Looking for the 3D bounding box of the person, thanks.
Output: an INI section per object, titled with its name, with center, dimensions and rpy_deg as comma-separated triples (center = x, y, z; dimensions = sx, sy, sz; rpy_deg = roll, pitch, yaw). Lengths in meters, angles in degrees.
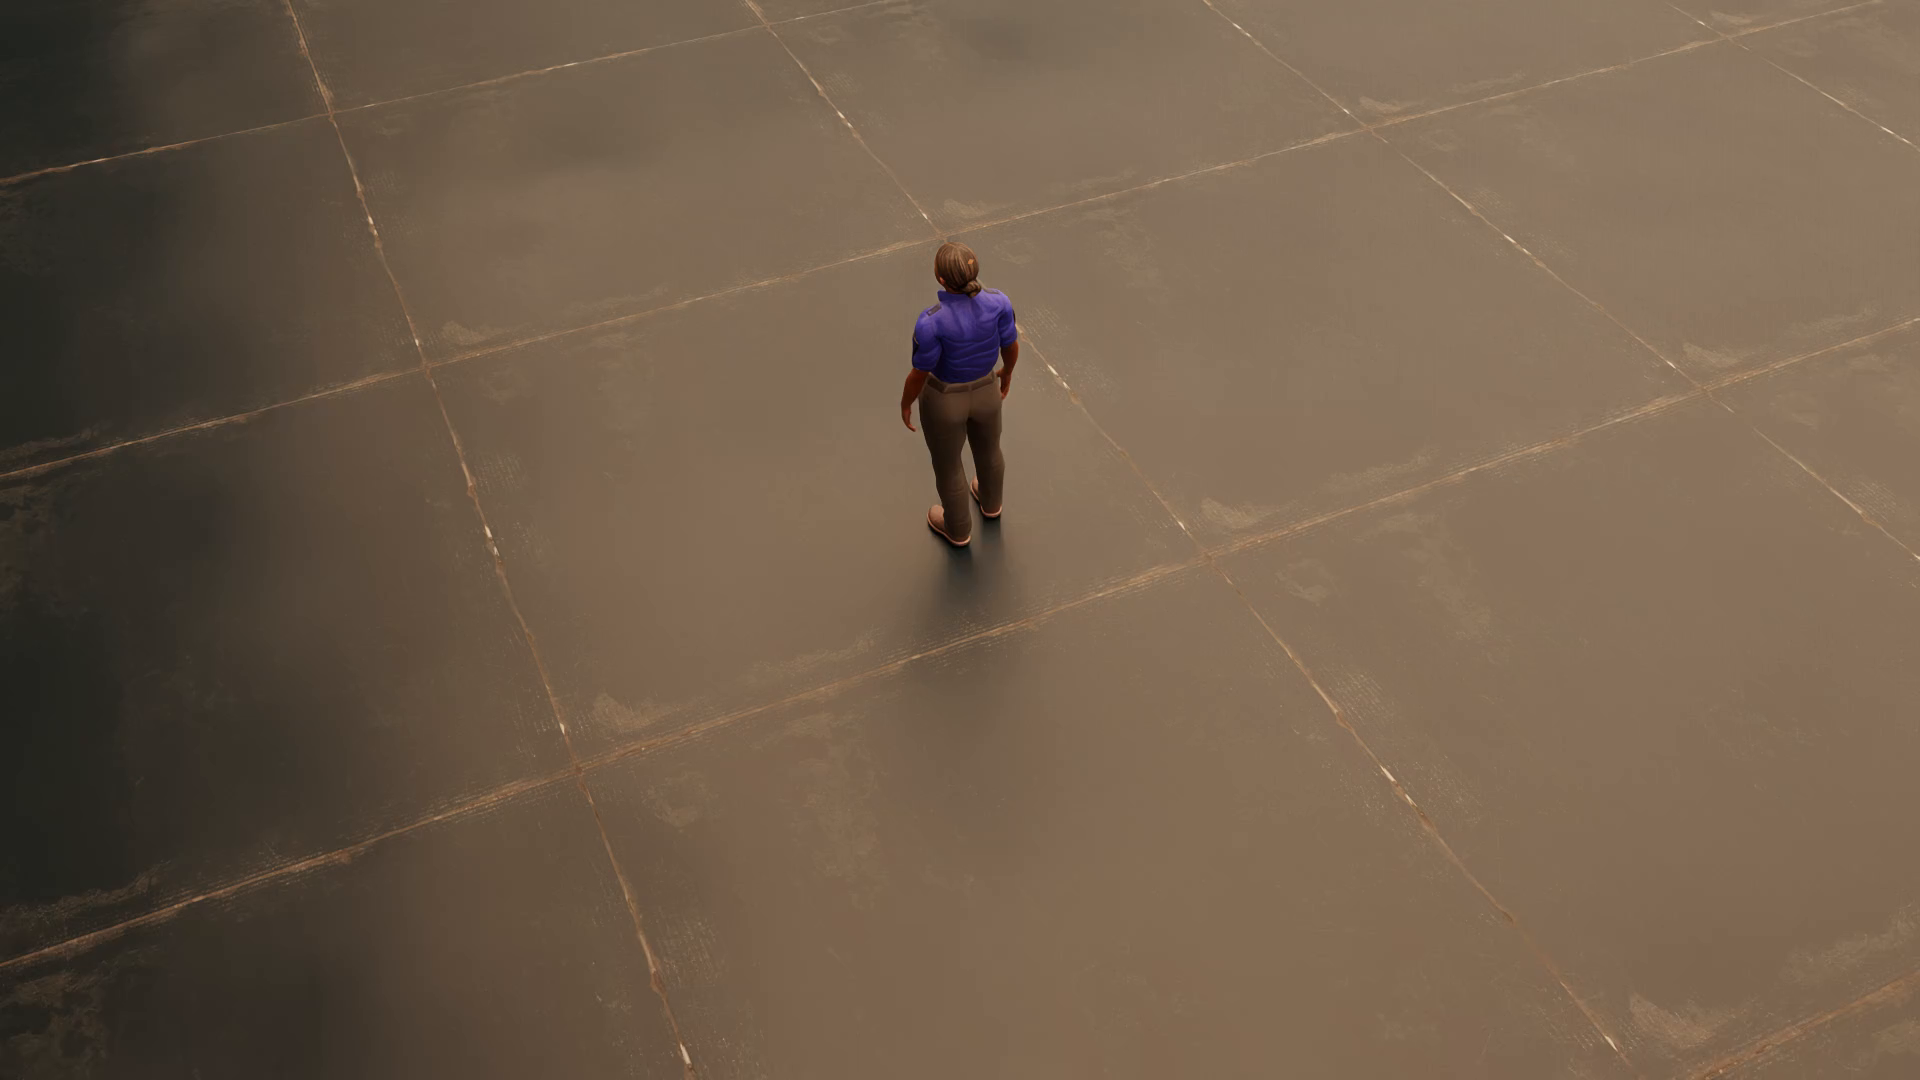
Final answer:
[person]
center = -0.019, -0.671, 7.323
dimensions = 0.569, 1.656, 0.503
rpy_deg = -18, 46, -18
